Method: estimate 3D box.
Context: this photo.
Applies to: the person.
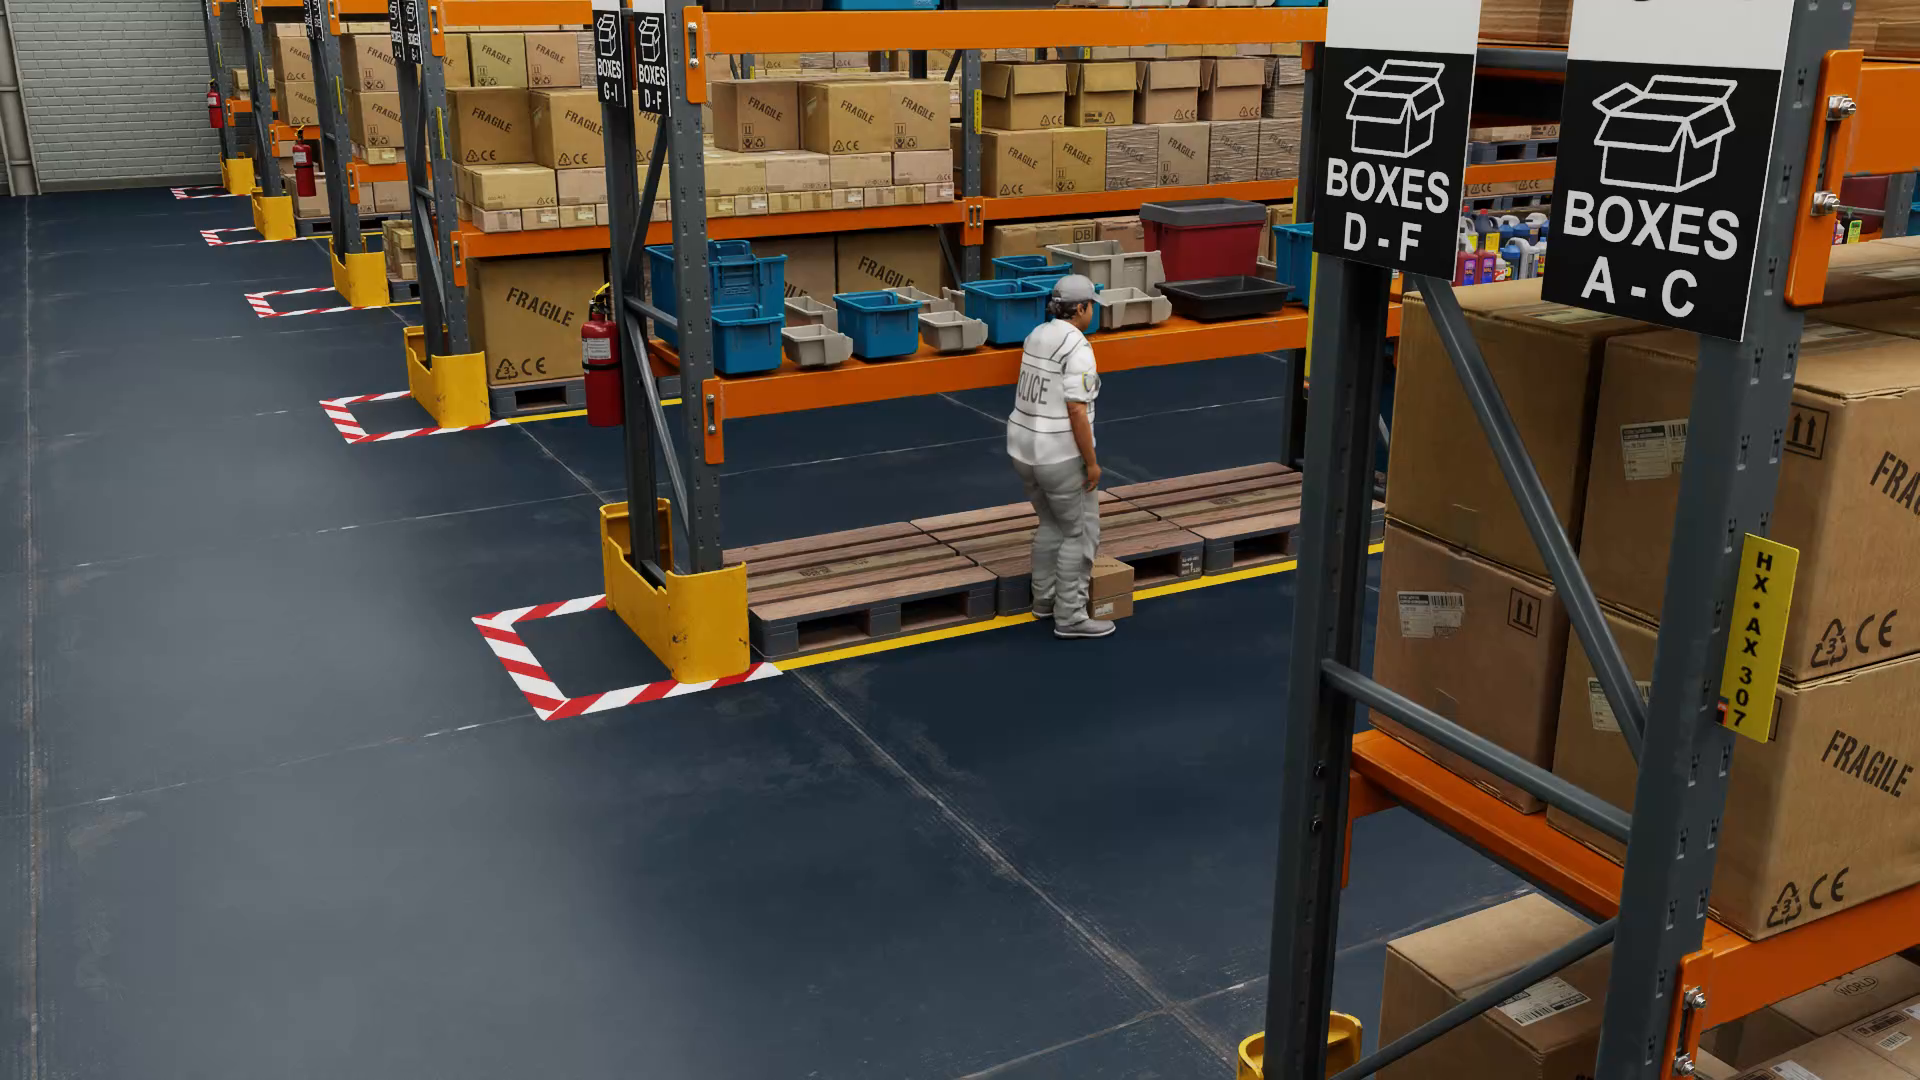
[{"bbox_3d":[0.480,-0.393,7.718,0.467,1.666,0.537,-10,21,-27],"label":"person"}]
